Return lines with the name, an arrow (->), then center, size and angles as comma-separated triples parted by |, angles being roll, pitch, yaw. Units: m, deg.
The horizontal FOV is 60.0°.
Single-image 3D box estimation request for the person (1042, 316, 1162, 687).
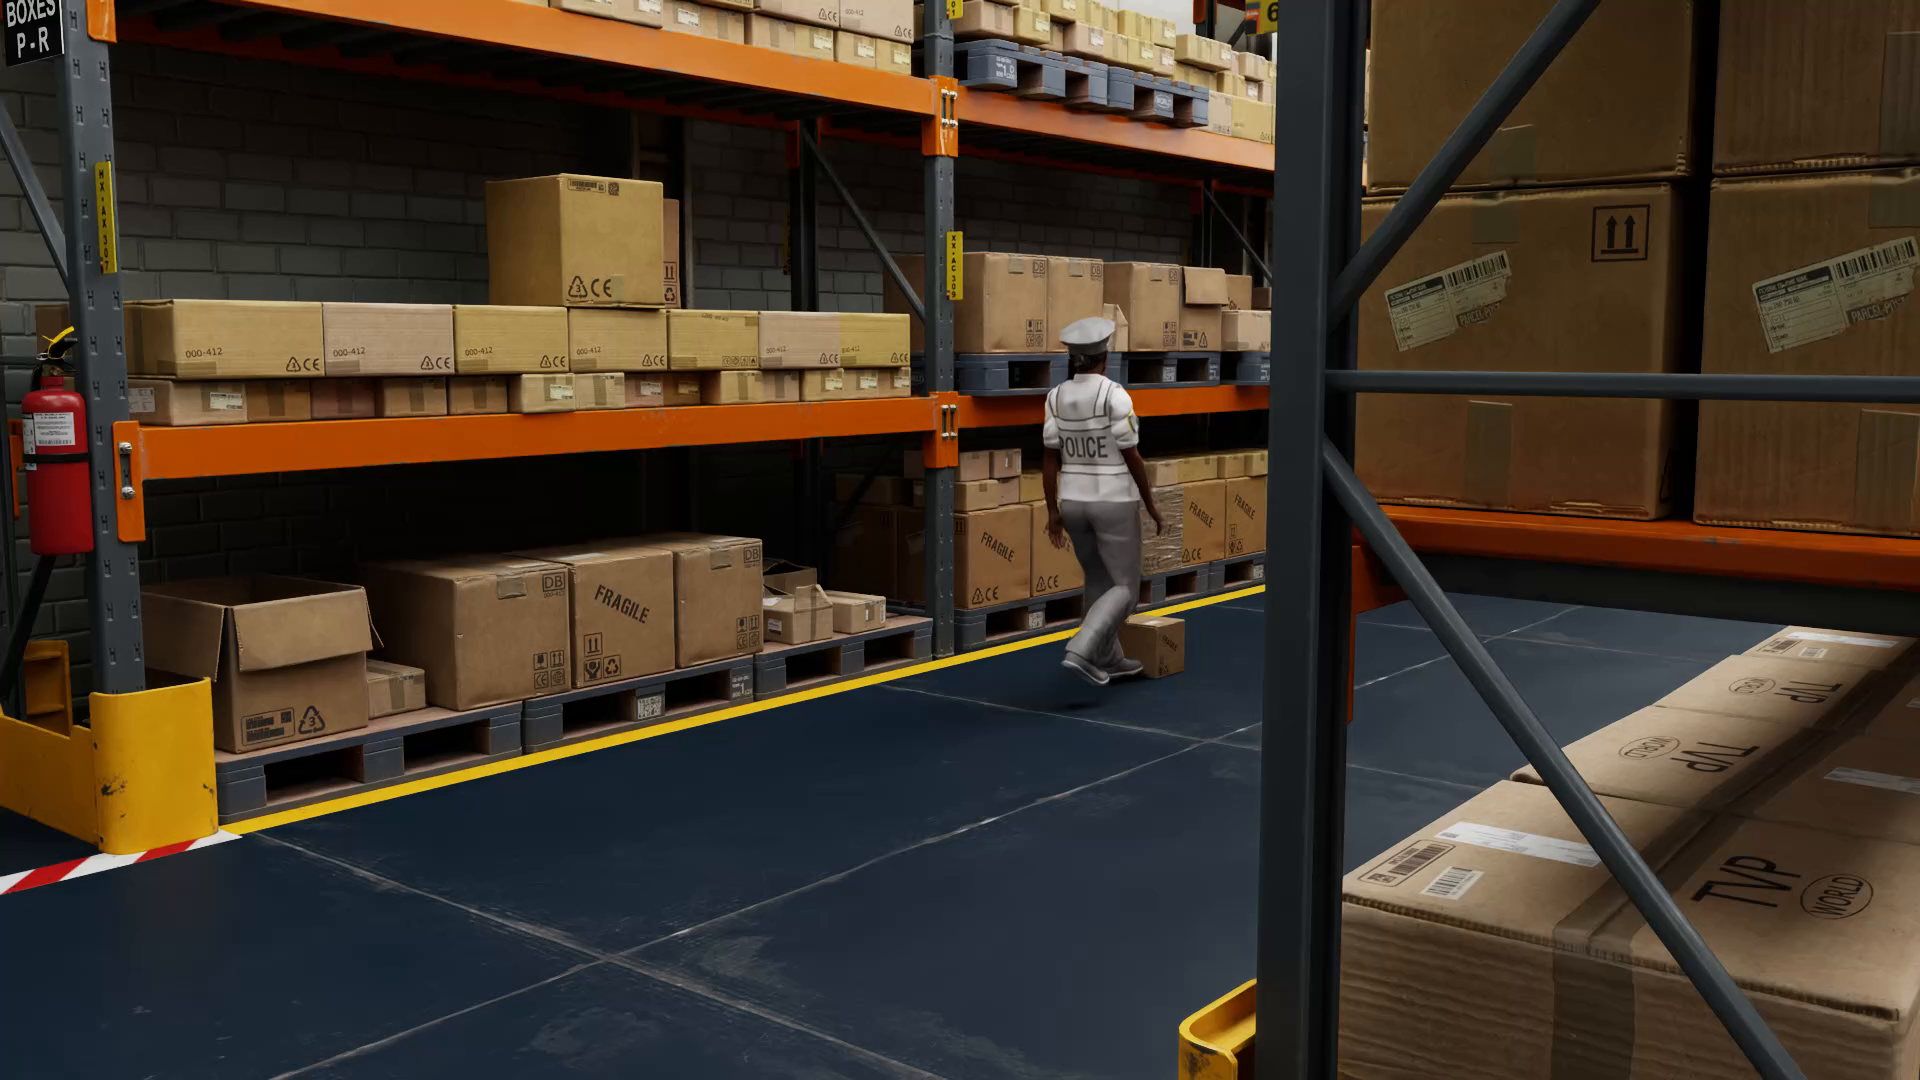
person -> 0.629, -0.160, 7.406 | 0.458, 1.659, 0.842 | 6, 9, 42
